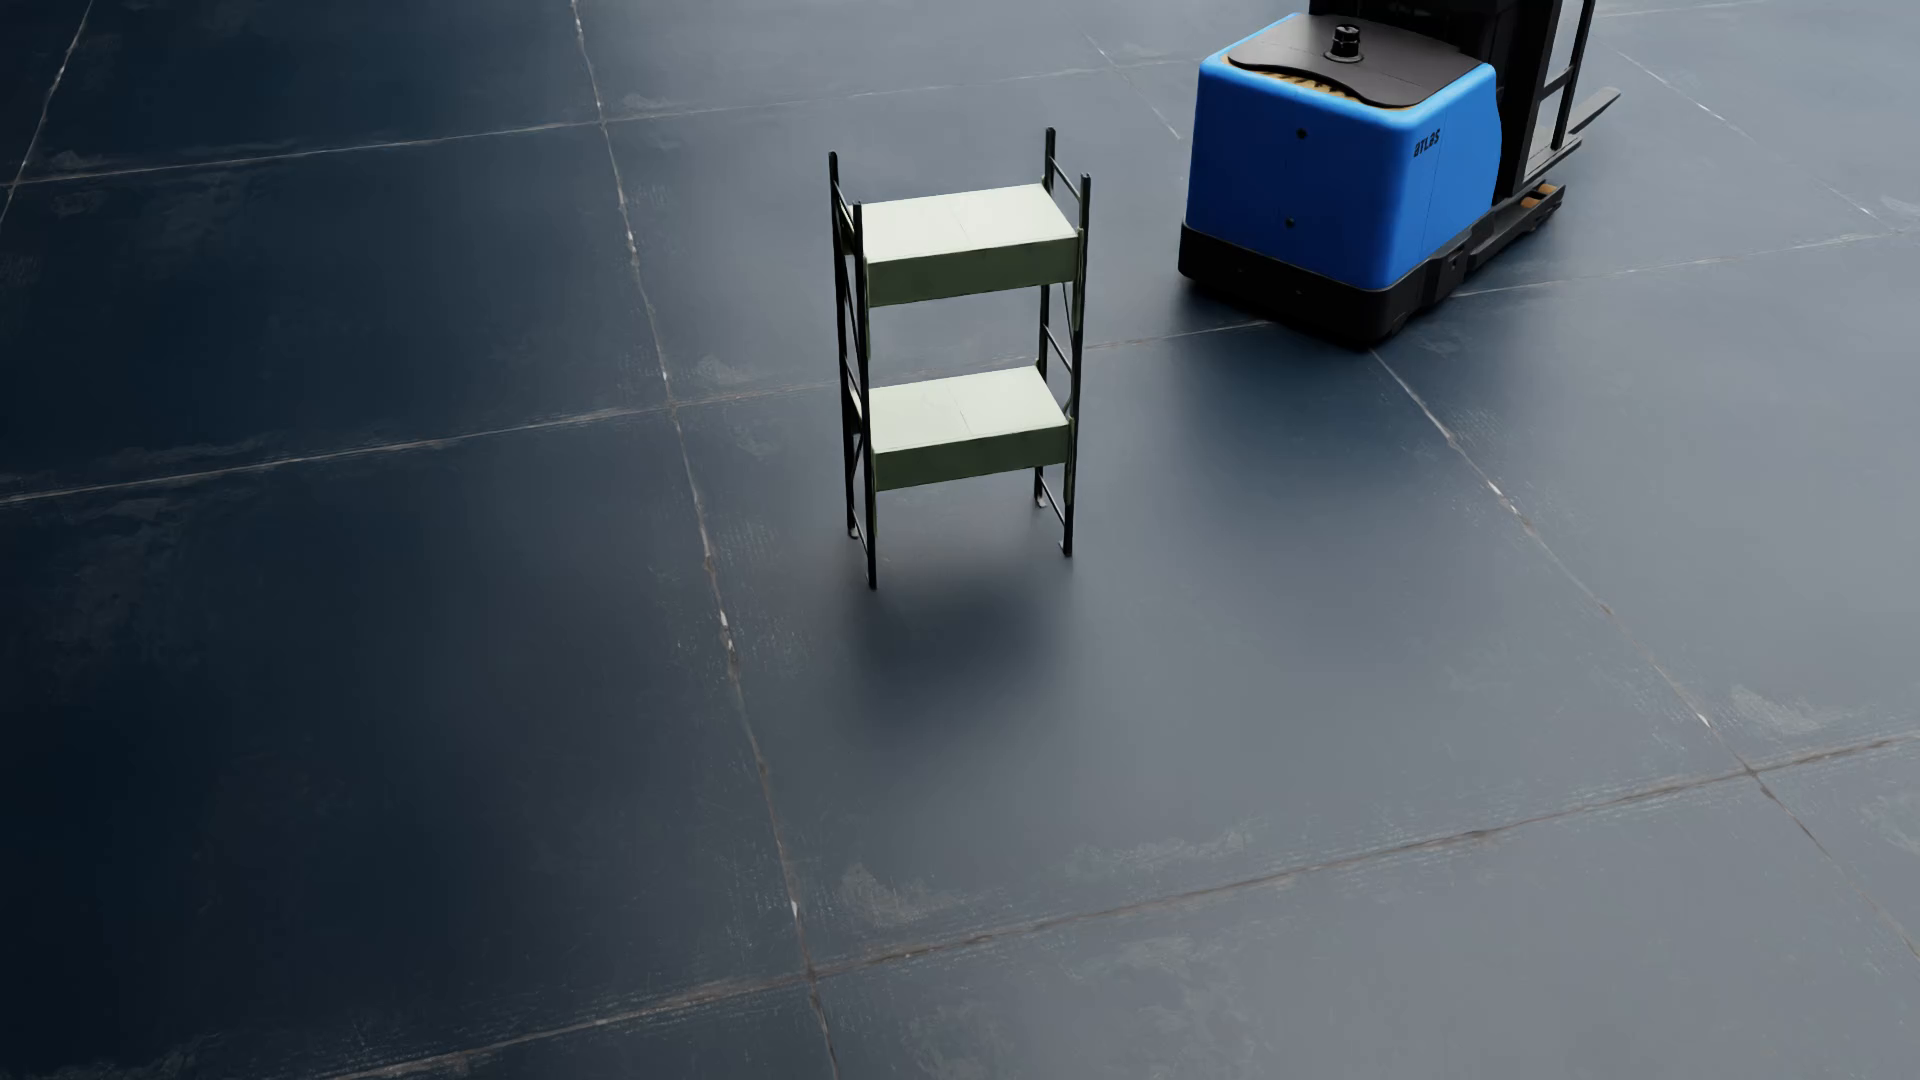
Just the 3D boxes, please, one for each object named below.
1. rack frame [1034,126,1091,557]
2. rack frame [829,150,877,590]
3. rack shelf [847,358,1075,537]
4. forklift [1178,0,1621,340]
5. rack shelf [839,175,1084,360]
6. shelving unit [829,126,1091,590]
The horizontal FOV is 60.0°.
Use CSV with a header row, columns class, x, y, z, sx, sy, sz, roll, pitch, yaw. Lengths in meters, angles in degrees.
class,x,y,z,sx,sy,sz,roll,pitch,yaw
rack frame,0.347,-0.653,5.793,0.023,1.500,0.400,-9,38,-12
rack frame,-0.360,-0.537,5.641,0.023,1.500,0.400,-9,38,-12
rack shelf,-0.006,-0.336,5.915,0.720,0.370,0.431,-9,38,-12
forklift,2.342,-2.849,7.486,1.130,2.935,3.031,27,45,31
rack shelf,-0.006,-0.905,5.480,0.720,0.370,0.431,-9,38,-12
shelving unit,-0.006,-0.595,5.717,0.755,1.500,0.431,-9,38,-12
